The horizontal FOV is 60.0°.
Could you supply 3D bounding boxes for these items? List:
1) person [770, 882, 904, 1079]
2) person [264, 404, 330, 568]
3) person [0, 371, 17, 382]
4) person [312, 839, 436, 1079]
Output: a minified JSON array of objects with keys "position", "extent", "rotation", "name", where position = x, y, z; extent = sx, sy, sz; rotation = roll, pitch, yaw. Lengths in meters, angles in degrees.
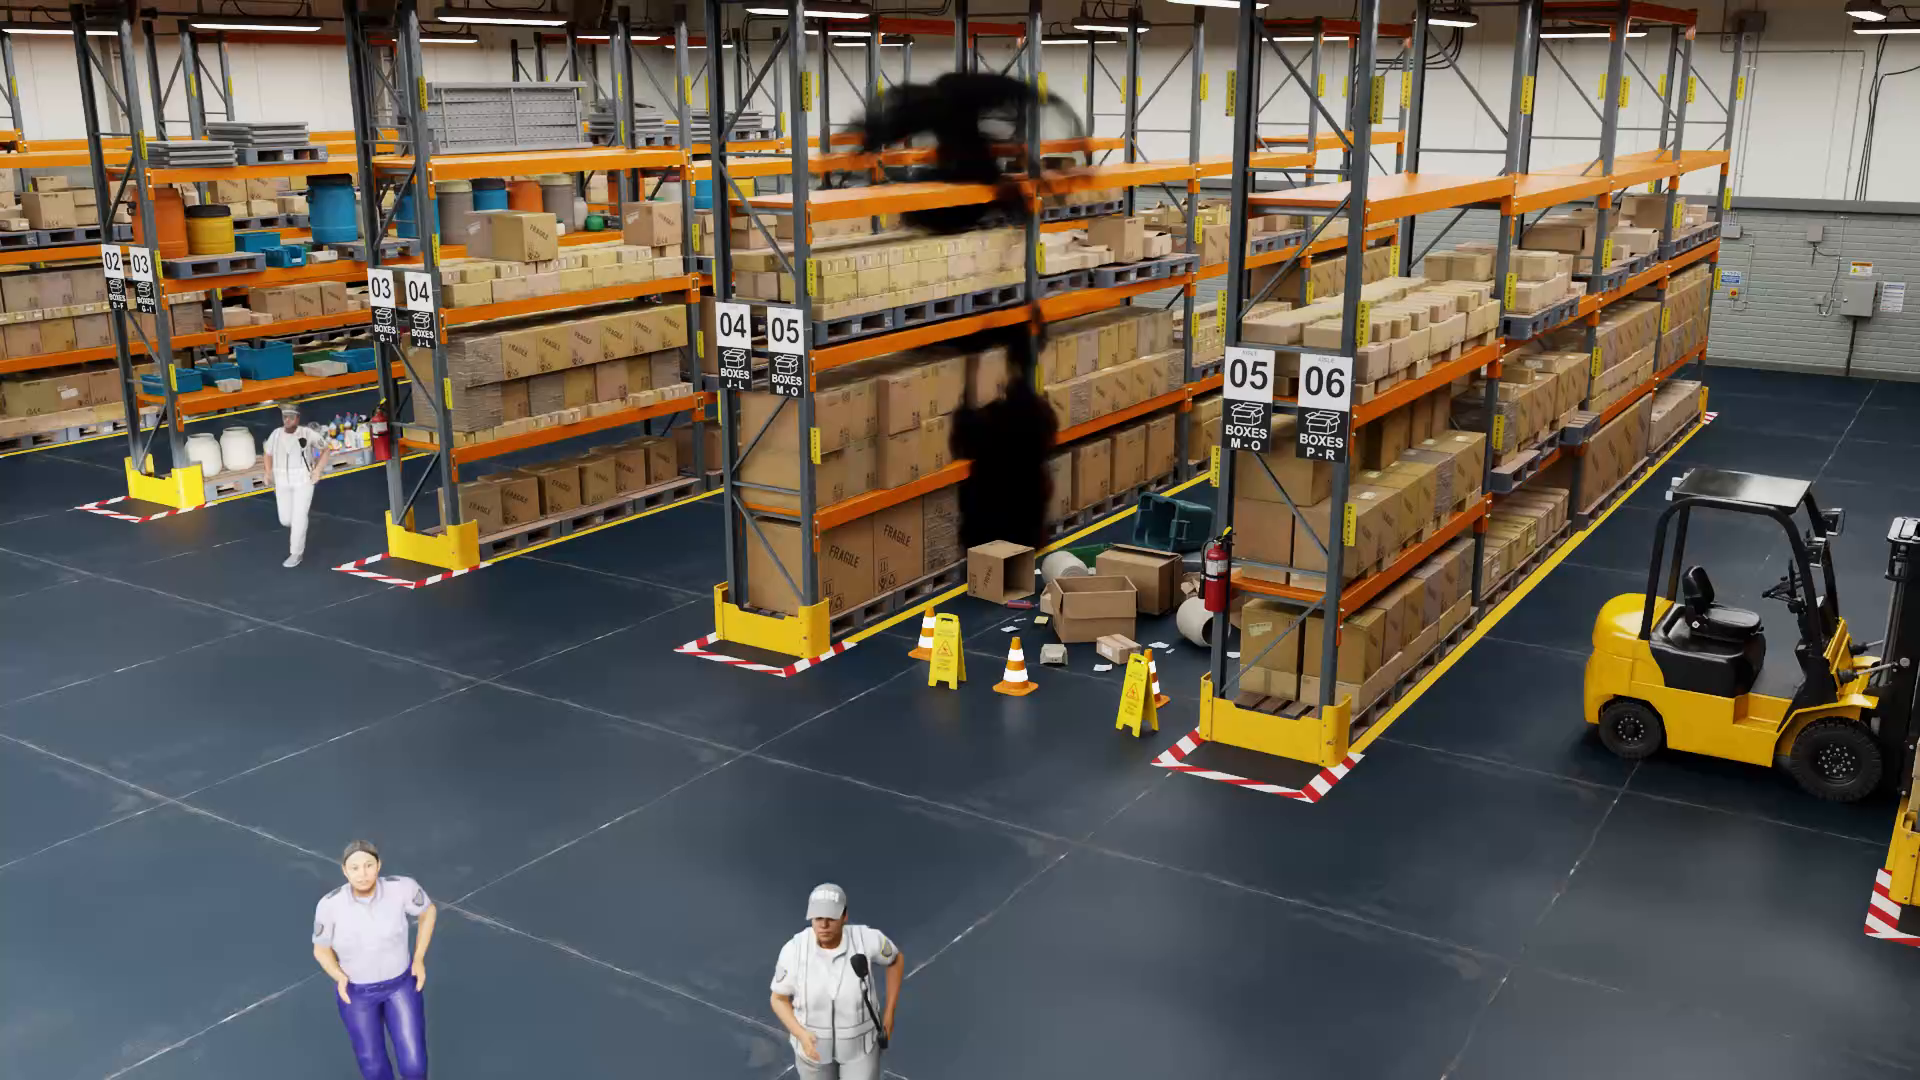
[{"position":[-0.568,2.361,7.696],"extent":[0.605,1.666,0.646],"rotation":[0,16,1],"name":"person"},{"position":[-7.305,-0.637,18.316],"extent":[0.684,1.765,0.810],"rotation":[0,16,-2],"name":"person"},{"position":[-14.639,-2.590,25.492],"extent":[0.555,1.716,0.755],"rotation":[8,17,26],"name":"person"},{"position":[-2.849,2.231,8.177],"extent":[0.579,1.604,0.575],"rotation":[-5,16,-17],"name":"person"}]
